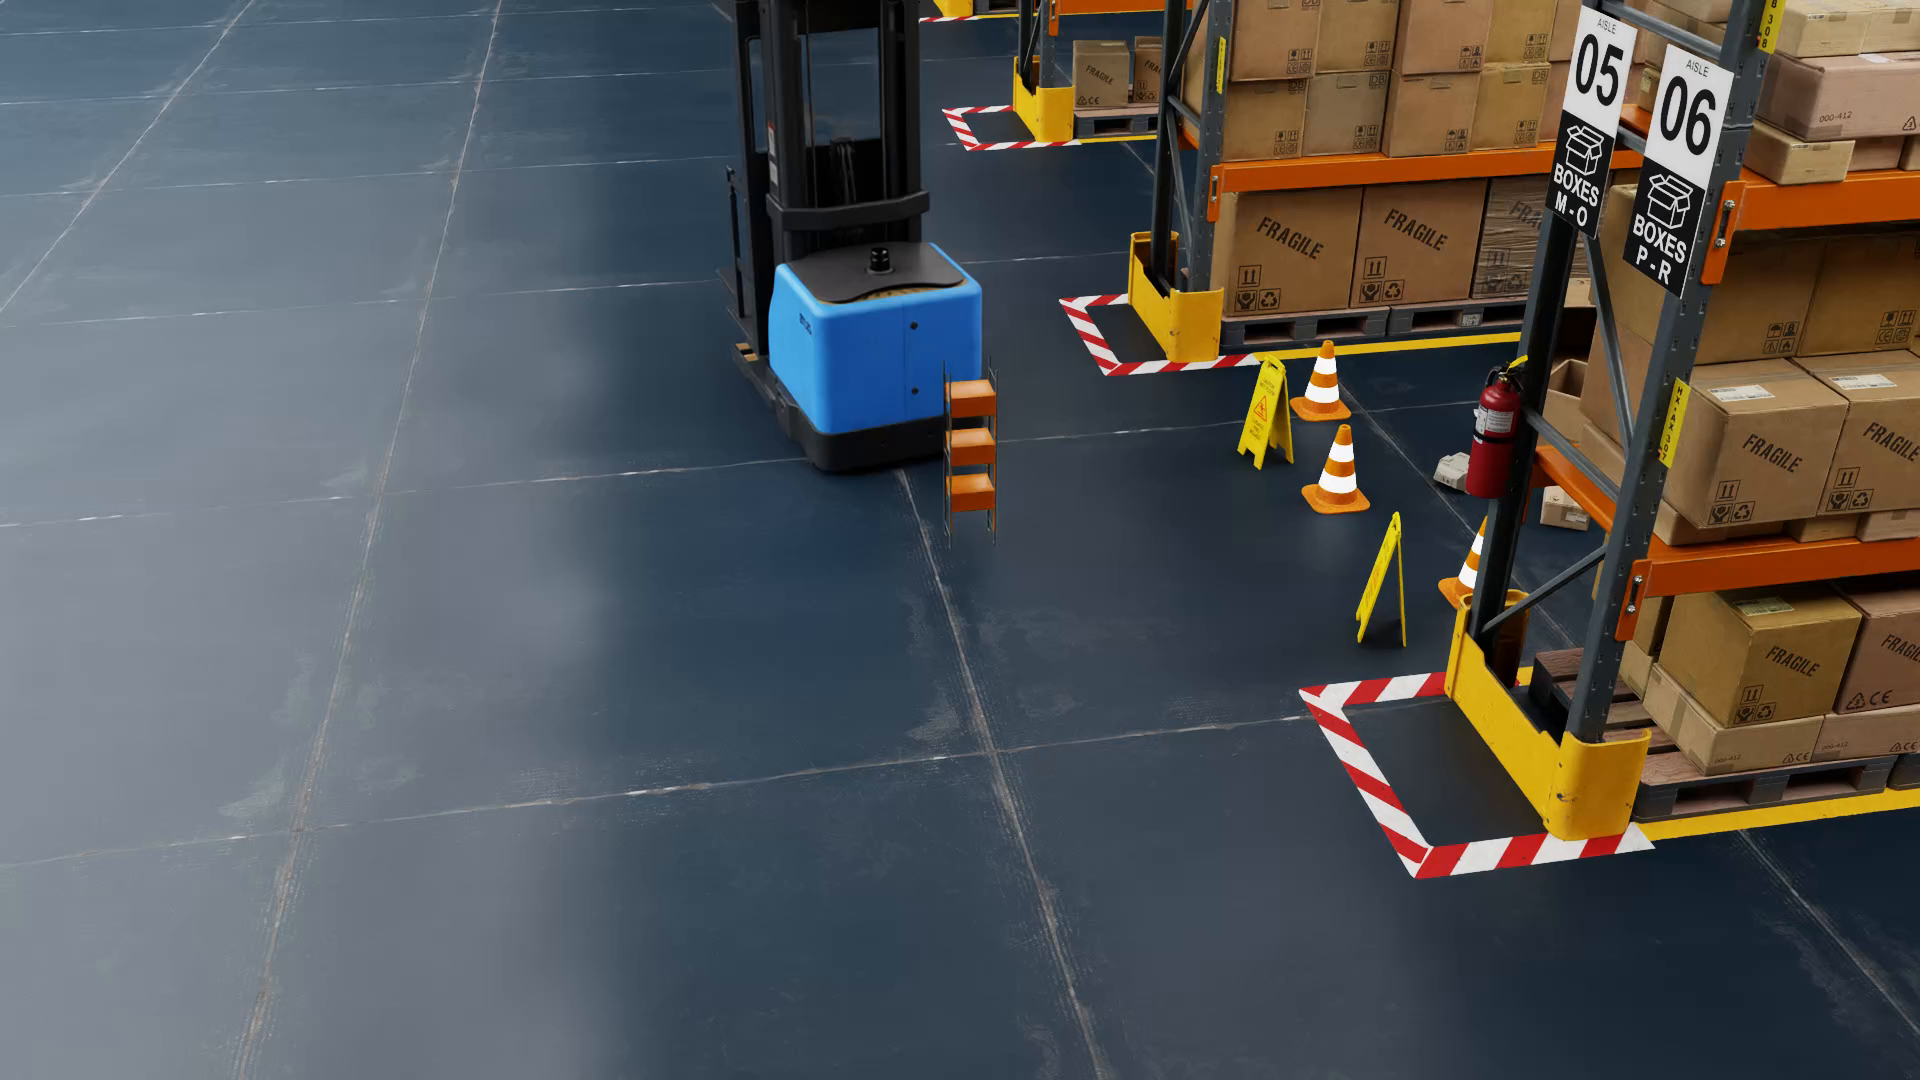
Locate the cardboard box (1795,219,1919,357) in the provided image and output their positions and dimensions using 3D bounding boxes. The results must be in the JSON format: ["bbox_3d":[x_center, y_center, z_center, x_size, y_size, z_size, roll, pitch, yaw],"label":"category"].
[{"bbox_3d":[3.459,-1.122,6.711,0.500,0.500,0.700,-5,31,-8],"label":"cardboard box"}]

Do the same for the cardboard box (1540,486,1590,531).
[{"bbox_3d":[3.421,-0.220,9.368,0.250,0.149,0.380,10,32,17],"label":"cardboard box"}]

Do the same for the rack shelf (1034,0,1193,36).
[{"bbox_3d":[2.679,-5.136,15.625,4.000,0.370,1.077,-5,31,-9],"label":"rack shelf"}]

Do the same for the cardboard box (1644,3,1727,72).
[{"bbox_3d":[2.951,-1.860,6.239,0.500,0.250,0.500,-6,31,-10],"label":"cardboard box"}]

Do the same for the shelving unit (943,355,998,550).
[{"bbox_3d":[0.053,-0.457,8.882,0.252,1.050,0.215,-5,31,-9],"label":"shelving unit"}]

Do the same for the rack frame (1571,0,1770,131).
[{"bbox_3d":[2.497,-2.908,5.208,0.127,3.000,1.000,-5,31,-9],"label":"rack frame"}]

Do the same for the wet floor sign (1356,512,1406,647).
[{"bbox_3d":[2.117,0.177,8.203,0.232,0.644,0.267,5,31,8],"label":"wet floor sign"}]

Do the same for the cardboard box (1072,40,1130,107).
[{"bbox_3d":[1.329,-4.415,15.742,0.500,0.500,0.500,0,30,0],"label":"cardboard box"}]

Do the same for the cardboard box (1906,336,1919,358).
[{"bbox_3d":[4.022,-0.494,6.630,0.500,0.500,0.500,-6,31,-10],"label":"cardboard box"}]

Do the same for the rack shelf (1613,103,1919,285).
[{"bbox_3d":[4.464,-1.488,6.461,4.000,0.370,1.077,-5,31,-9],"label":"rack shelf"}]

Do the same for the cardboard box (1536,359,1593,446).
[{"bbox_3d":[3.768,-0.669,9.781,0.797,0.503,0.637,23,37,33],"label":"cardboard box"}]

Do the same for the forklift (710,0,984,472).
[{"bbox_3d":[-0.881,-2.393,10.319,1.130,2.935,3.031,-12,32,-19],"label":"forklift"}]

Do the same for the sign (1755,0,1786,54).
[{"bbox_3d":[2.594,-1.721,5.287,0.005,0.325,0.100,-5,31,-9],"label":"sign"}]

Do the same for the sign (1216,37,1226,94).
[{"bbox_3d":[1.600,-2.911,10.199,0.005,0.325,0.100,-5,31,-9],"label":"sign"}]

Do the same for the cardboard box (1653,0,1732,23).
[{"bbox_3d":[2.776,-2.029,6.133,0.250,0.149,0.380,-5,31,-8],"label":"cardboard box"}]

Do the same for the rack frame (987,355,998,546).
[{"bbox_3d":[0.173,-0.469,8.901,0.008,1.050,0.200,-5,31,-9],"label":"rack frame"}]

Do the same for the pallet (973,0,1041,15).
[{"bbox_3d":[0.686,-6.632,20.212,1.213,0.211,1.003,-5,31,-9],"label":"pallet"}]

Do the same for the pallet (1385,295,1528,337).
[{"bbox_3d":[3.476,-1.801,11.994,1.213,0.211,1.003,-5,31,-9],"label":"pallet"}]

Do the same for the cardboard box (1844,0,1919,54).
[{"bbox_3d":[3.128,-1.812,5.765,0.250,0.149,0.380,-5,31,-9],"label":"cardboard box"}]

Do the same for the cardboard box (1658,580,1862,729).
[{"bbox_3d":[3.363,0.421,7.024,0.500,0.500,0.500,-6,31,-11],"label":"cardboard box"}]

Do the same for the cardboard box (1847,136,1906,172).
[{"bbox_3d":[3.124,-1.444,5.925,0.250,0.149,0.380,-6,31,-10],"label":"cardboard box"}]

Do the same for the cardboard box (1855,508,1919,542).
[{"bbox_3d":[3.647,-0.156,6.694,0.250,0.149,0.380,-5,31,-8],"label":"cardboard box"}]

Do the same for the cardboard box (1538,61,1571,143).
[{"bbox_3d":[3.990,-3.119,11.337,0.550,0.550,0.875,-5,31,-9],"label":"cardboard box"}]

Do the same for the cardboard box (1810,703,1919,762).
[{"bbox_3d":[3.843,0.703,7.283,0.500,0.250,0.500,-4,31,-7],"label":"cardboard box"}]

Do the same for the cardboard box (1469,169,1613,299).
[{"bbox_3d":[3.923,-2.305,11.782,0.875,0.875,0.875,-5,31,-9],"label":"cardboard box"}]

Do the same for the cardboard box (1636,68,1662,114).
[{"bbox_3d":[2.797,-1.679,6.325,0.250,0.149,0.380,-5,31,-9],"label":"cardboard box"}]

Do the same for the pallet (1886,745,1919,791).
[{"bbox_3d":[4.574,0.707,7.730,1.213,0.211,1.003,-5,31,-9],"label":"pallet"}]

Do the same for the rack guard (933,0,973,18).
[{"bbox_3d":[-0.114,-6.685,20.017,0.348,0.500,1.175,-5,31,-9],"label":"rack guard"}]

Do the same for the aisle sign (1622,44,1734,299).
[{"bbox_3d":[2.491,-1.283,5.797,0.004,0.787,0.394,-5,31,-9],"label":"aisle sign"}]

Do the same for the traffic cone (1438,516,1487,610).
[{"bbox_3d":[2.687,0.089,8.532,0.334,0.463,0.336,-5,31,-9],"label":"traffic cone"}]

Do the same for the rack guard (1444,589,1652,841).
[{"bbox_3d":[2.571,0.748,7.374,0.348,0.500,1.175,-5,31,-9],"label":"rack guard"}]

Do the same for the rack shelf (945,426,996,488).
[{"bbox_3d":[0.053,-0.448,8.888,0.240,0.259,0.215,-5,31,-9],"label":"rack shelf"}]

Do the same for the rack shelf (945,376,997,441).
[{"bbox_3d":[0.053,-0.693,8.744,0.240,0.259,0.215,-5,31,-9],"label":"rack shelf"}]

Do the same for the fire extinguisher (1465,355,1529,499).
[{"bbox_3d":[2.301,-0.508,7.121,0.183,0.674,0.296,-5,31,-9],"label":"fire extinguisher"}]

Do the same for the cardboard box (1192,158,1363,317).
[{"bbox_3d":[2.161,-2.141,11.504,0.875,0.875,0.875,-5,31,-9],"label":"cardboard box"}]

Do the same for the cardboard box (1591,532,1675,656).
[{"bbox_3d":[3.238,0.156,7.475,0.500,0.500,0.500,-5,31,-9],"label":"cardboard box"}]

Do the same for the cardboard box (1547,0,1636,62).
[{"bbox_3d":[3.995,-3.571,11.040,0.550,0.550,0.875,-5,31,-9],"label":"cardboard box"}]

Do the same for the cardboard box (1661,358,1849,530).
[{"bbox_3d":[3.012,-0.398,6.466,0.500,0.500,0.500,-6,31,-10],"label":"cardboard box"}]

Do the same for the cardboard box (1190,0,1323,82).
[{"bbox_3d":[1.878,-3.326,10.623,0.550,0.550,0.875,-5,31,-9],"label":"cardboard box"}]

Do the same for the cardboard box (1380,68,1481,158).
[{"bbox_3d":[2.973,-2.952,11.053,0.550,0.550,0.875,-5,31,-9],"label":"cardboard box"}]

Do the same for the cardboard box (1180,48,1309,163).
[{"bbox_3d":[1.862,-2.902,10.968,0.550,0.550,0.875,-5,31,-9],"label":"cardboard box"}]

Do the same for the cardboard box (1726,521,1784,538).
[{"bbox_3d":[3.114,-0.172,6.721,0.250,0.149,0.380,-5,31,-8],"label":"cardboard box"}]

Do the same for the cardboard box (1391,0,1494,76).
[{"bbox_3d":[2.977,-3.405,10.759,0.550,0.550,0.875,-5,31,-9],"label":"cardboard box"}]

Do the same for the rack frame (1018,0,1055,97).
[{"bbox_3d":[0.712,-5.263,15.132,0.127,3.000,1.000,-5,31,-9],"label":"rack frame"}]
